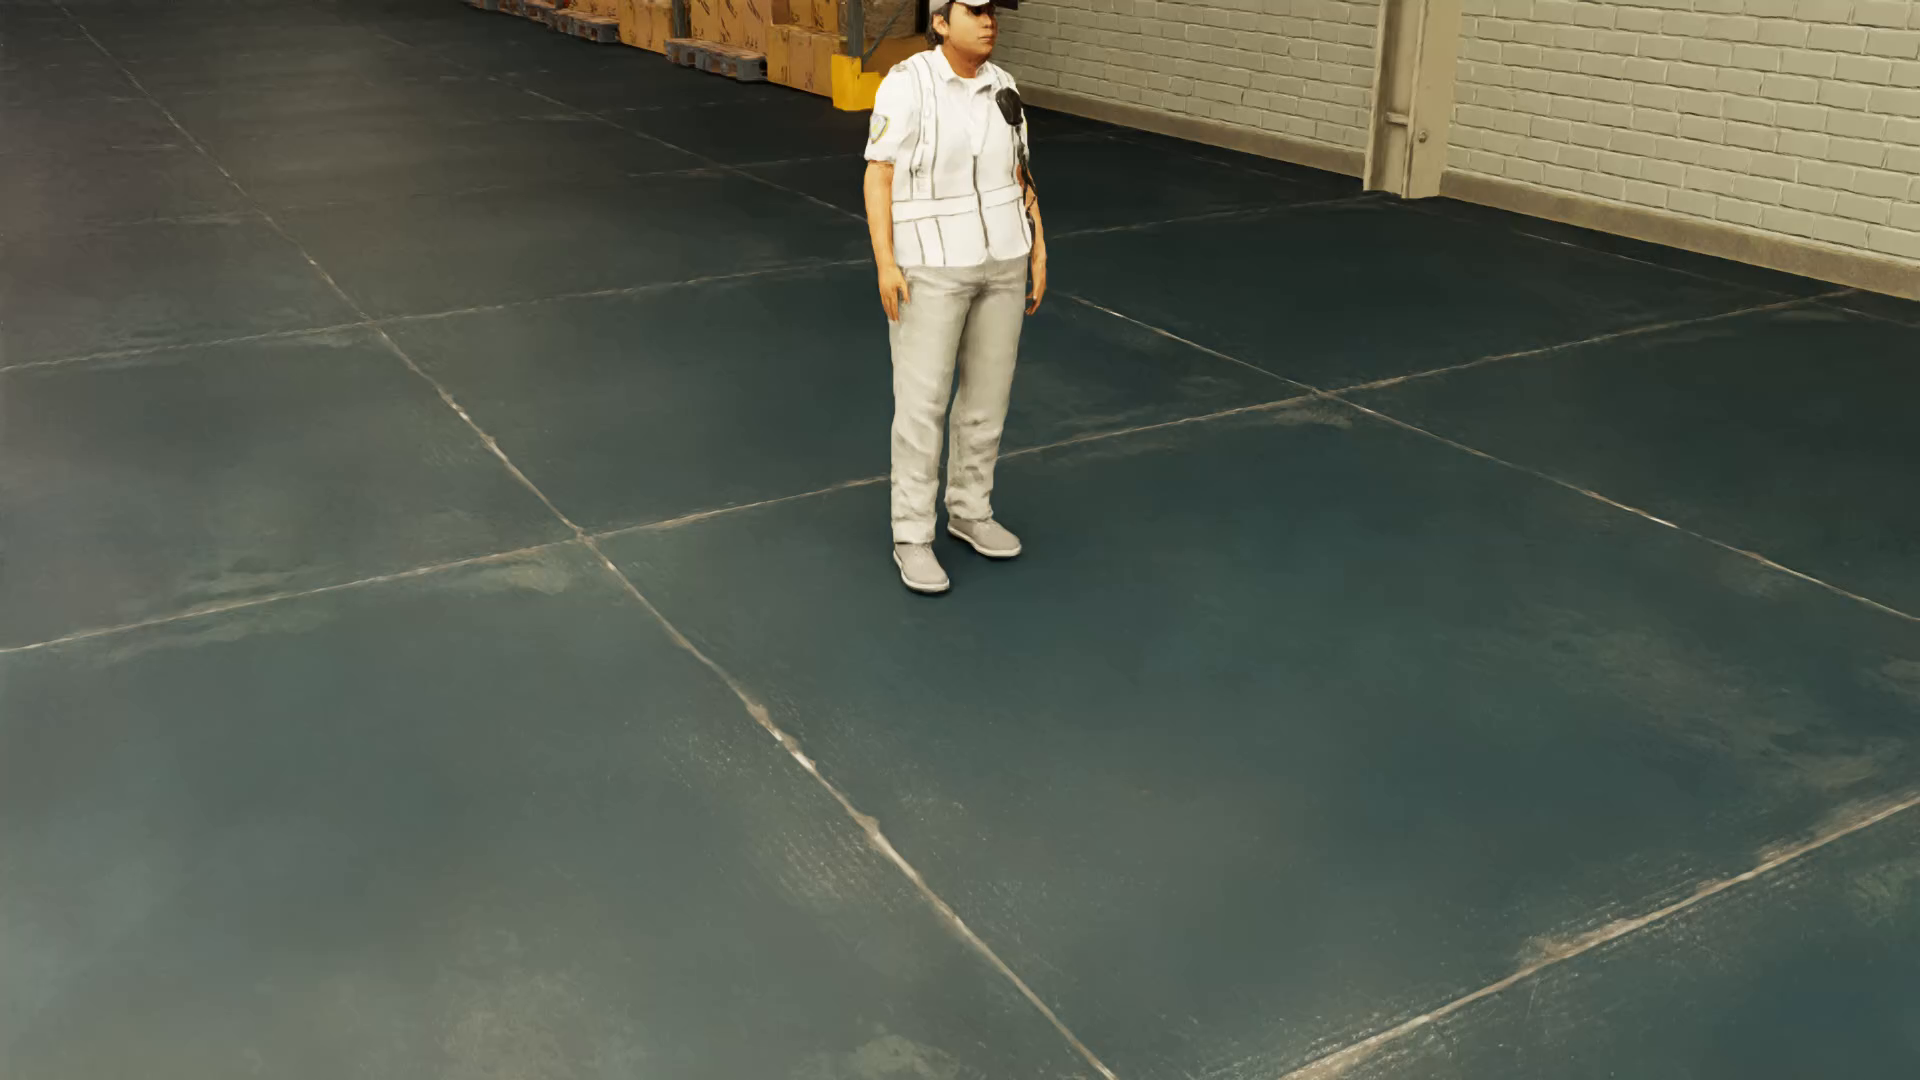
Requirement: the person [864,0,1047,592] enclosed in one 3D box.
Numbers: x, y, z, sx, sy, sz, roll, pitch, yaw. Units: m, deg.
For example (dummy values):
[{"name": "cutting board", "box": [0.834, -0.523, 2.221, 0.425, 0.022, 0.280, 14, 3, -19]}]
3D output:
[{"name": "person", "box": [0.019, -0.748, 4.744, 0.598, 1.669, 0.529, -12, 25, -28]}]
